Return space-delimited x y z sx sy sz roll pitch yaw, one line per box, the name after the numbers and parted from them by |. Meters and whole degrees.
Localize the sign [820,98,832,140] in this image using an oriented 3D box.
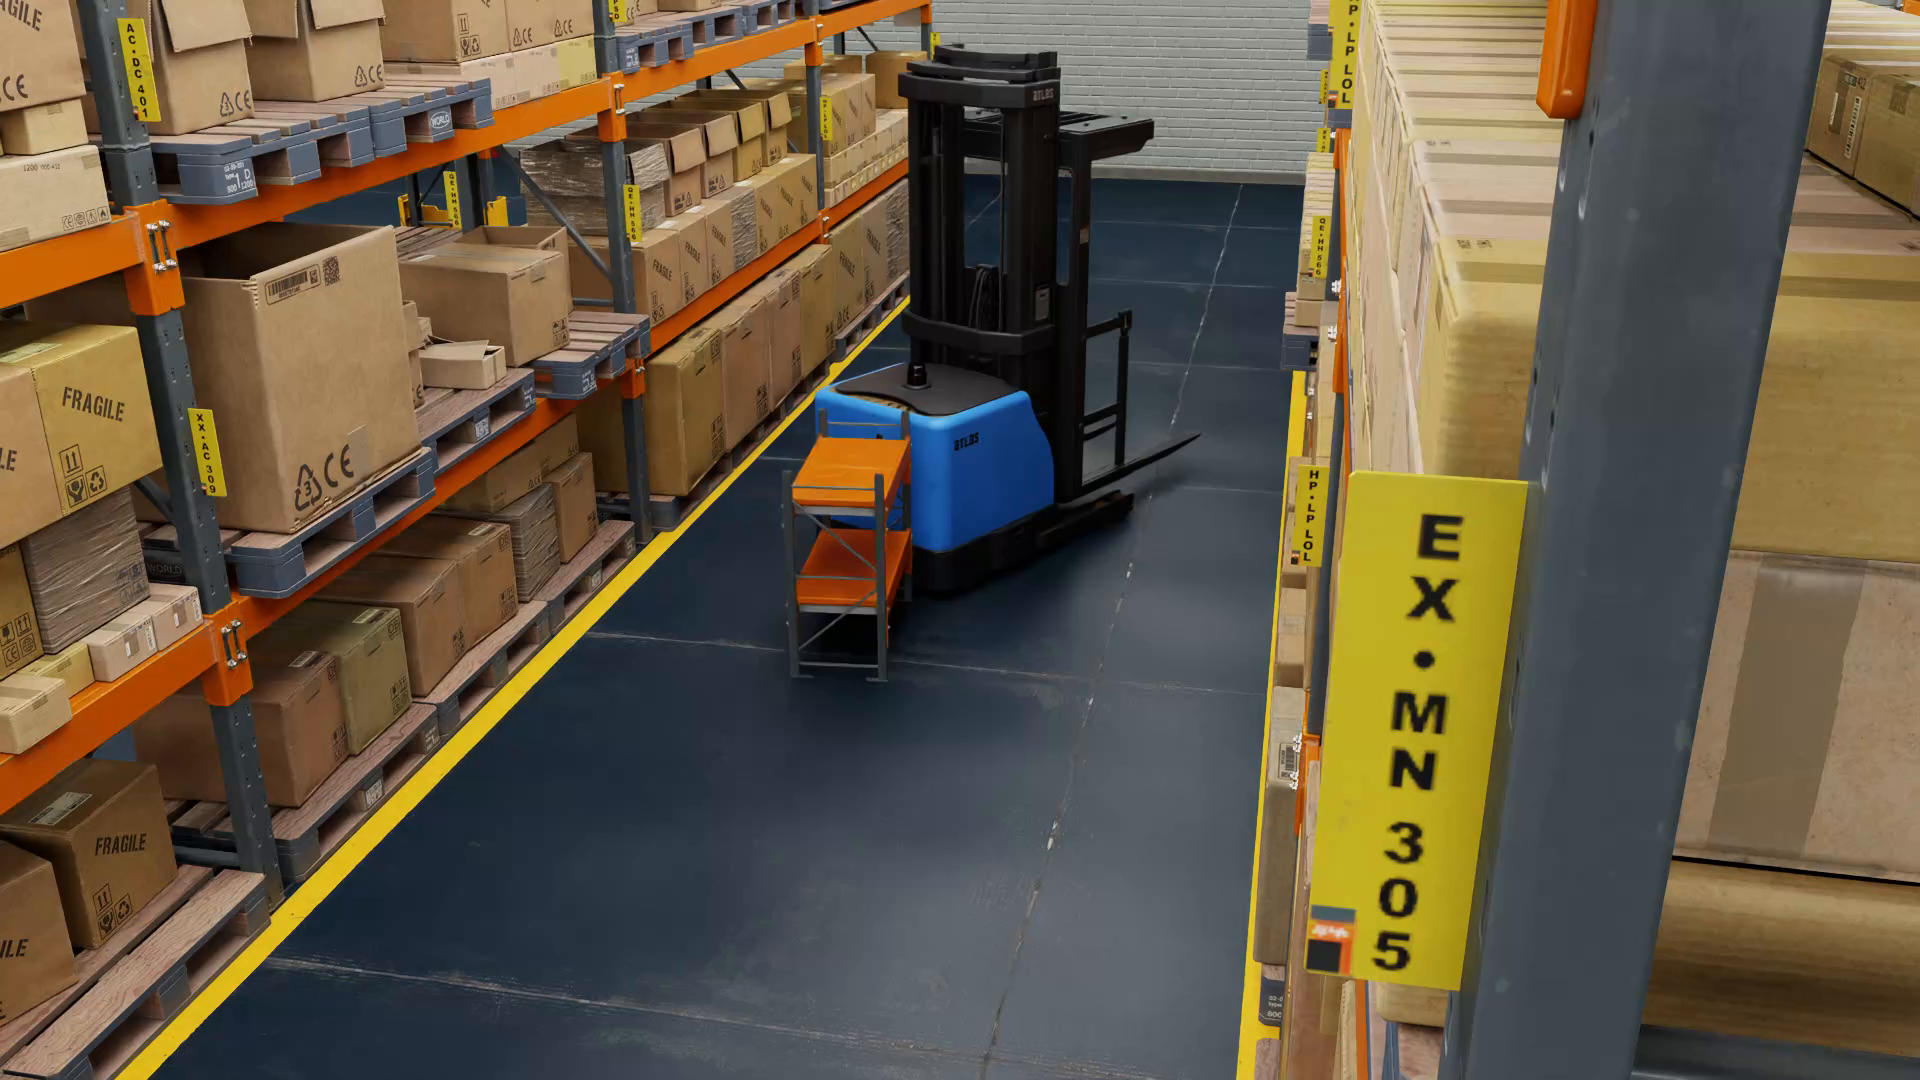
-1.065 -3.337 13.181 0.100 0.325 0.005 4 22 11 | sign

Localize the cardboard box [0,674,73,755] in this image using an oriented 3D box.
-3.098 0.546 5.319 0.380 0.149 0.250 4 22 11 | cardboard box

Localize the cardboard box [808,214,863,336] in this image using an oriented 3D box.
-1.385 -2.319 14.379 0.875 0.875 0.875 4 22 11 | cardboard box

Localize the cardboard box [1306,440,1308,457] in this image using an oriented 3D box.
2.409 -0.482 10.320 0.500 0.500 0.500 5 23 13 | cardboard box

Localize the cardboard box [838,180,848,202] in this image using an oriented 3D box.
-1.158 -2.937 13.967 0.380 0.149 0.250 4 22 9 | cardboard box

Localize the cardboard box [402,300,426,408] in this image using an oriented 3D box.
-2.967 -0.833 7.705 0.797 0.503 0.637 7 23 16 | cardboard box

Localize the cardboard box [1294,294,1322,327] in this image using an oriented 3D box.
2.072 -1.290 9.317 0.380 0.149 0.250 5 22 12 | cardboard box

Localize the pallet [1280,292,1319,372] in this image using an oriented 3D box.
2.462 -1.176 9.516 1.213 0.211 1.003 4 22 11 | pallet

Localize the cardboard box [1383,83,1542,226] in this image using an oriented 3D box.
0.733 -0.477 2.080 0.380 0.149 0.250 5 22 11 | cardboard box

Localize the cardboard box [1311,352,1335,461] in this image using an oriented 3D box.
1.861 -0.529 7.518 0.500 0.500 0.500 4 22 11 | cardboard box

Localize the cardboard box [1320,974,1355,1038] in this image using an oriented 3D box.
1.152 0.619 3.154 0.875 0.550 0.500 4 22 11 | cardboard box

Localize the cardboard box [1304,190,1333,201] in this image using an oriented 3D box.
2.392 -2.133 10.612 0.380 0.149 0.250 5 23 13 | cardboard box

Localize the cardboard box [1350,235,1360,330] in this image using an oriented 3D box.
0.940 -0.477 3.147 0.380 0.149 0.250 4 22 11 | cardboard box

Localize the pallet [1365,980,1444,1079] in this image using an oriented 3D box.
0.930 0.307 1.680 1.003 0.211 1.213 4 22 11 | pallet

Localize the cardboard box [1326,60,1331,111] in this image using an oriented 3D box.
3.377 -3.867 14.068 0.500 0.500 0.500 4 22 9 | cardboard box

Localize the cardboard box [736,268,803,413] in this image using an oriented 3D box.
-1.890 -1.521 12.398 1.225 0.875 0.875 4 22 9 | cardboard box

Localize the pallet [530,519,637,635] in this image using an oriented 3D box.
-2.575 0.167 9.655 1.003 0.211 1.213 4 22 11 | pallet

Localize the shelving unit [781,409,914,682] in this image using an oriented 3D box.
-0.575 0.004 8.837 0.538 1.125 1.048 2 22 5 | shelving unit

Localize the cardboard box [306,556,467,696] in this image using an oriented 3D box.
-2.854 0.406 8.087 0.700 0.500 0.500 3 22 6 | cardboard box

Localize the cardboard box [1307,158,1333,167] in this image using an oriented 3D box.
2.656 -2.602 11.778 0.380 0.149 0.250 5 22 12 | cardboard box

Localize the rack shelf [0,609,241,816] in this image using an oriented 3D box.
-3.638 1.116 4.530 1.077 0.370 4.000 4 22 11 | rack shelf

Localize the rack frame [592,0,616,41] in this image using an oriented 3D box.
-2.414 -4.195 8.723 1.000 3.000 0.127 4 22 11 | rack frame

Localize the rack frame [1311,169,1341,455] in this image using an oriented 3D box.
2.421 -0.997 8.813 1.000 3.000 0.127 4 22 11 | rack frame

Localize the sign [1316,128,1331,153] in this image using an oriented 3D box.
2.704 -2.900 12.380 0.100 0.325 0.005 4 22 11 | sign

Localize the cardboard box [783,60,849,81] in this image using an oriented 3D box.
-1.346 -4.226 15.630 0.500 0.500 0.500 4 22 9 | cardboard box

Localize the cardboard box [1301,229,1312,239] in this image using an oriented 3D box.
2.126 -1.657 9.430 0.380 0.149 0.250 4 22 10 | cardboard box

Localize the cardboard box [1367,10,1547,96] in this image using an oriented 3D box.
0.992 -0.940 3.229 0.380 0.149 0.250 5 22 11 | cardboard box

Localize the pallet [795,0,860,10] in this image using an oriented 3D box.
-1.421 -4.523 13.673 1.003 0.211 1.213 4 22 11 | pallet

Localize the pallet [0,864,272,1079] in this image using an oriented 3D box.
-3.333 1.593 6.116 1.003 0.211 1.213 4 22 11 | pallet

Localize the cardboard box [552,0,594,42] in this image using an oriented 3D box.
-2.267 -2.888 8.691 0.500 0.500 0.500 5 22 12 | cardboard box

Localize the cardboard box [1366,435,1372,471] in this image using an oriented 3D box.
0.681 -0.013 1.996 0.380 0.149 0.250 5 22 11 | cardboard box

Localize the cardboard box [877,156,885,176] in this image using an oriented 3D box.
-0.895 -3.411 15.145 0.380 0.149 0.250 4 22 9 | cardboard box

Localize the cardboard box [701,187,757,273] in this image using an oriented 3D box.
-1.740 -2.174 11.603 0.500 0.500 0.500 5 22 11 | cardboard box

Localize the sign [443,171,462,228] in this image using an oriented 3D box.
-2.958 -1.990 9.730 0.100 0.325 0.005 4 22 11 | sign

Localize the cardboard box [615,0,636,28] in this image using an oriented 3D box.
-2.360 -3.274 9.753 0.797 0.503 0.637 6 23 14 | cardboard box

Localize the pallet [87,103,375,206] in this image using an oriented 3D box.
-3.000 -1.471 6.227 1.213 0.211 1.003 4 22 11 | pallet

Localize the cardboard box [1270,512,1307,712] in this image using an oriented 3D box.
2.034 0.388 7.825 1.050 0.750 0.750 5 22 12 | cardboard box

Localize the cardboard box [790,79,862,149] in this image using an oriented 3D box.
-1.142 -3.626 14.141 0.500 0.500 0.500 4 22 11 | cardboard box

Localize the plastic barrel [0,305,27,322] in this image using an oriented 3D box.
-6.949 -1.459 12.626 0.600 0.588 0.708 4 22 11 | plastic barrel

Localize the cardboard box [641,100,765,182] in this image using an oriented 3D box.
-1.872 -2.902 12.067 0.797 0.503 0.637 5 22 12 | cardboard box

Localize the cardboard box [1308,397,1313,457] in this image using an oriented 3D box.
2.304 -0.650 9.732 0.500 0.250 0.500 4 22 10 | cardboard box

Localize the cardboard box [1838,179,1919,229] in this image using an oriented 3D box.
1.343 -0.299 2.173 0.500 0.250 0.500 4 22 10 | cardboard box

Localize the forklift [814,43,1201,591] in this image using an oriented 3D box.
0.465 -1.547 10.271 1.130 2.935 3.031 17 28 36 | forklift

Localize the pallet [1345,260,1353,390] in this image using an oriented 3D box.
1.428 -0.586 3.896 1.003 0.211 1.213 4 22 11 | pallet

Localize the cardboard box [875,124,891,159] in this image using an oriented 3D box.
-0.931 -3.646 15.194 0.500 0.250 0.500 4 22 11 | cardboard box

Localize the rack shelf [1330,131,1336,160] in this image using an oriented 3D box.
2.829 -2.786 10.203 1.077 0.370 4.000 4 22 11 | rack shelf

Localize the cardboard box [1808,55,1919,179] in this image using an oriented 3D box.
1.481 -0.613 2.418 0.380 0.149 0.250 5 22 12 | cardboard box

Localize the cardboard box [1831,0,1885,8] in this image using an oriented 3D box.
1.739 -1.078 3.572 0.380 0.149 0.250 4 22 11 | cardboard box

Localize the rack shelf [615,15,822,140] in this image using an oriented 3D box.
-2.006 -3.201 11.234 1.077 0.370 4.000 4 22 11 | rack shelf

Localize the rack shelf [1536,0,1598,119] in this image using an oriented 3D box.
1.197 -1.066 2.453 1.077 0.370 4.000 4 22 11 | rack shelf

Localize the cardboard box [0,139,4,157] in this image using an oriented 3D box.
-3.158 -1.224 5.029 0.380 0.149 0.250 5 22 12 | cardboard box

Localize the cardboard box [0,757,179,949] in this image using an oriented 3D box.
-3.351 1.159 6.244 0.500 0.500 0.500 4 22 9 | cardboard box

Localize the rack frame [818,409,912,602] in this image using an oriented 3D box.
-0.526 -0.185 9.306 0.500 1.125 0.032 2 22 5 | rack frame

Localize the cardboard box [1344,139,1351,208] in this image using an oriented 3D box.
1.198 -0.943 4.304 0.380 0.149 0.250 4 22 10 | cardboard box

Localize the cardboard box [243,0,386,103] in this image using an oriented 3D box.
-2.846 -2.092 6.817 0.797 0.503 0.637 5 23 13 | cardboard box

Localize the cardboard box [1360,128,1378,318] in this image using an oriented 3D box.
0.924 -0.523 2.728 0.500 0.250 0.500 5 22 11 | cardboard box
